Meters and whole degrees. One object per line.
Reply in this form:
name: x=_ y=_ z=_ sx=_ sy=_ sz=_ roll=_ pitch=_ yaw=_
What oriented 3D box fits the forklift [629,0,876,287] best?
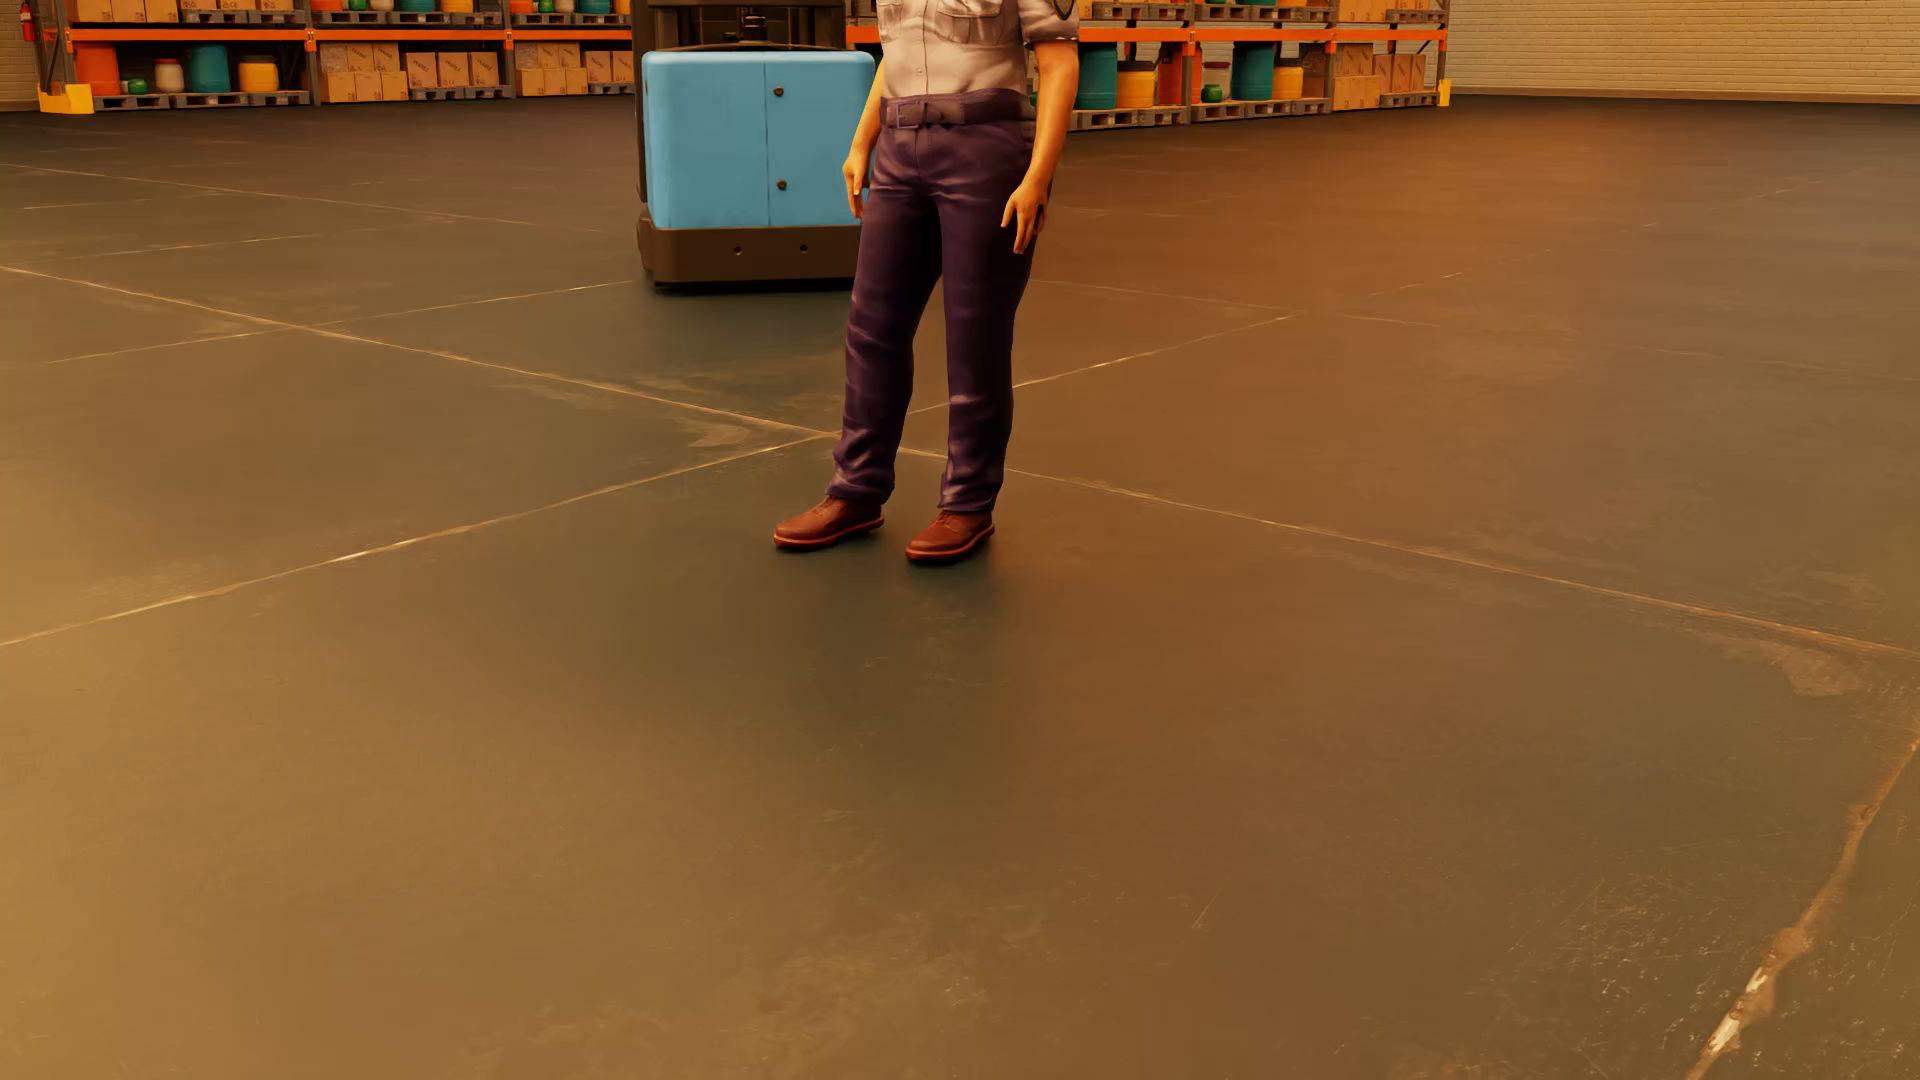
forklift: x=-1.178 y=-2.956 z=8.633 sx=1.130 sy=2.935 sz=3.031 roll=-4 pitch=17 yaw=-12

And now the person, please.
person: x=-0.075 y=-0.774 z=3.650 sx=0.598 sy=1.641 sz=0.502 roll=13 pitch=21 yaw=37
